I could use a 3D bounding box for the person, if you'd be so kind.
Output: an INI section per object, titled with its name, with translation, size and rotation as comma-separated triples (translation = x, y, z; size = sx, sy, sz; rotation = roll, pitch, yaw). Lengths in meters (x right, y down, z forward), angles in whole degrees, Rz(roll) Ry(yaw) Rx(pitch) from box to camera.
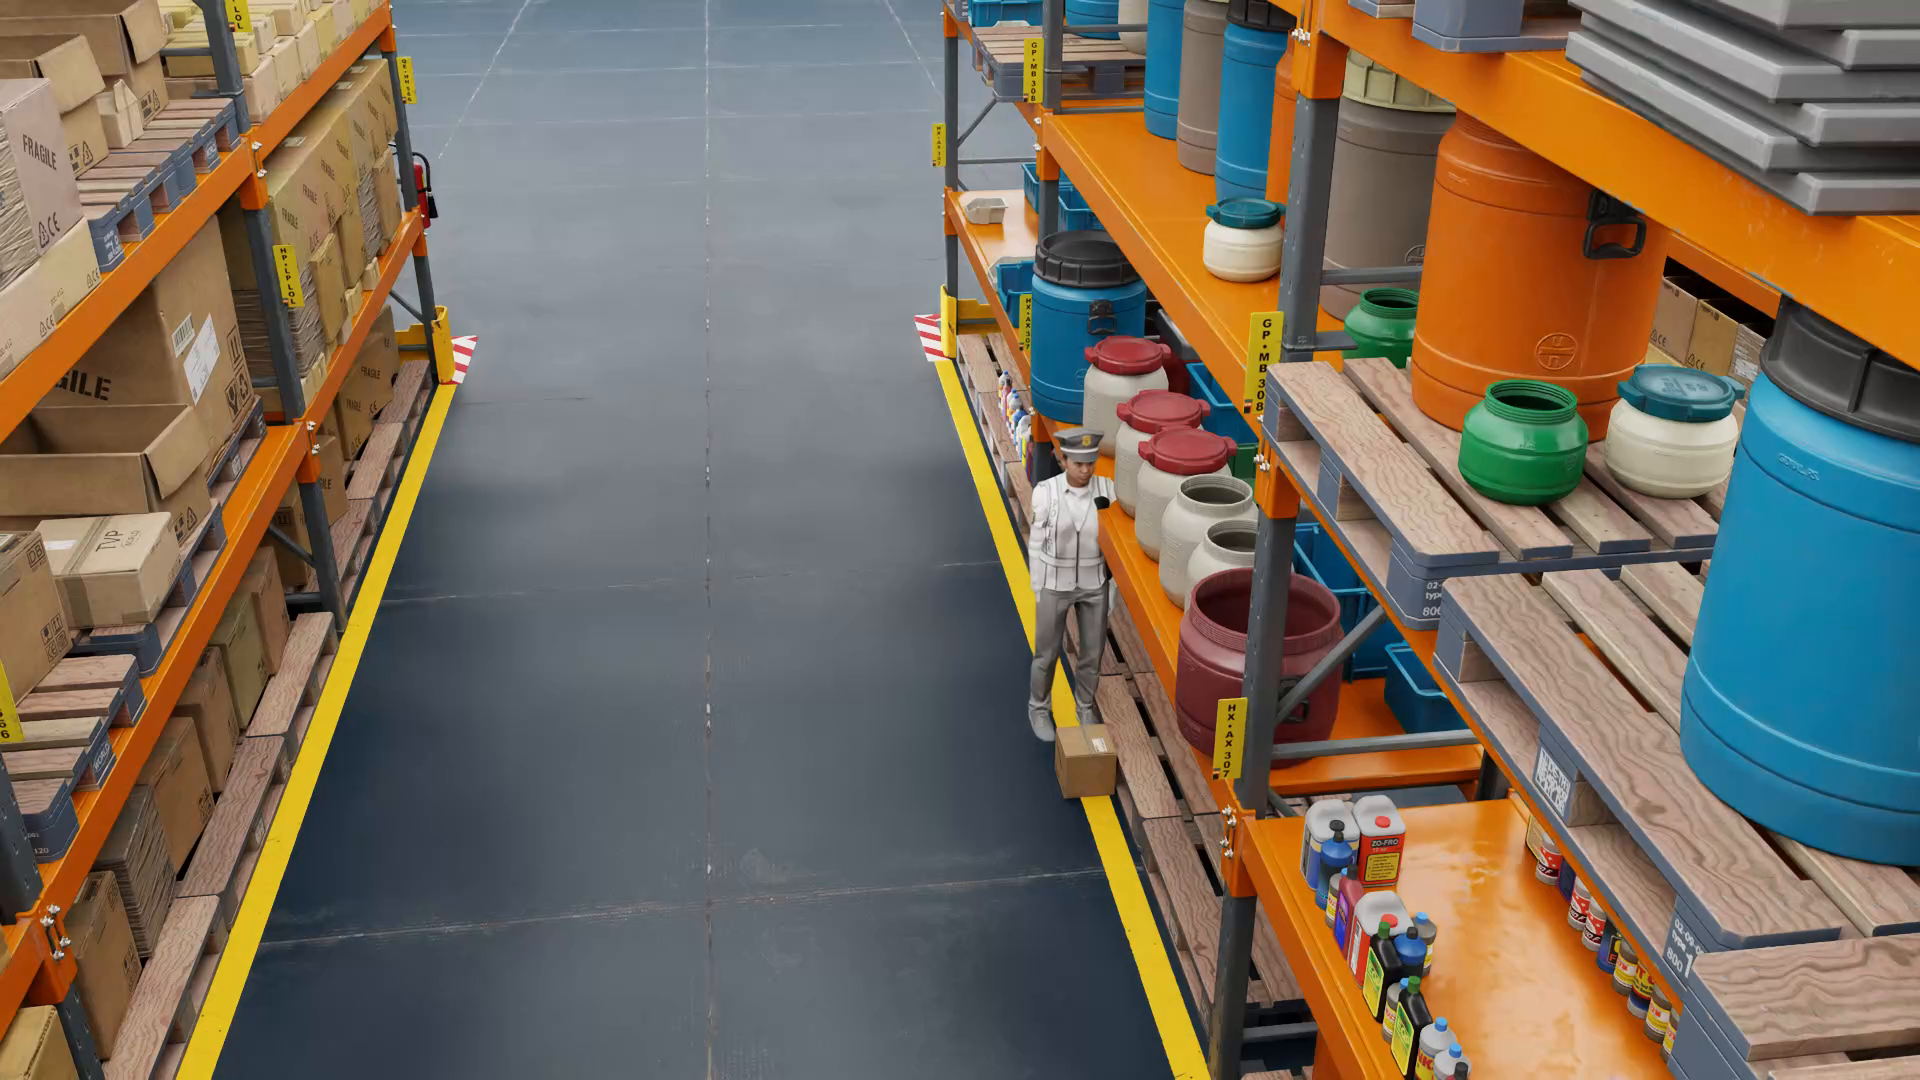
[person]
translation = 0.568, 0.237, 8.172
size = 0.466, 1.707, 0.342
rotation = -3, 27, -6
